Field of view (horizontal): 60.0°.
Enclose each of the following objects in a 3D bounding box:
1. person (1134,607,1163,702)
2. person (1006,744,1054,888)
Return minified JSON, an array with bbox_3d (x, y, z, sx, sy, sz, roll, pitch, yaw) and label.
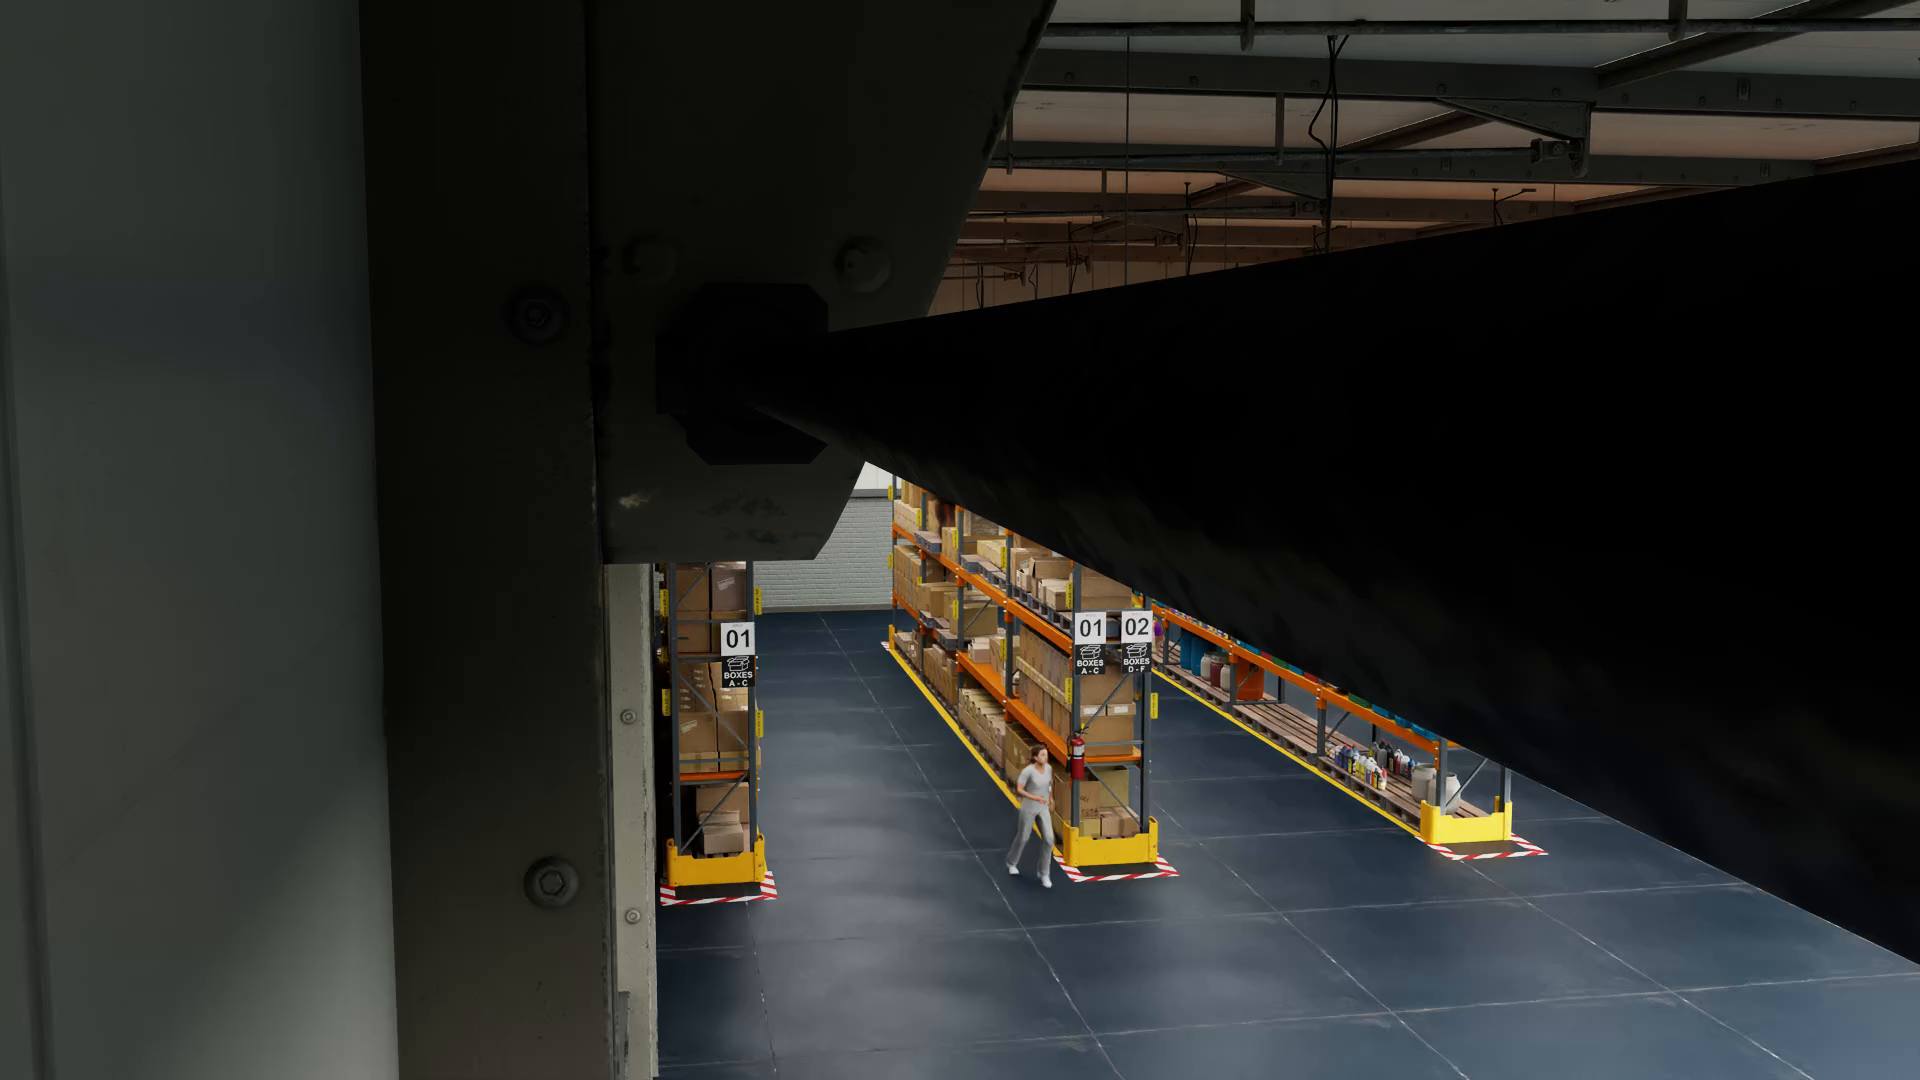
[{"bbox_3d":[3.452,2.123,30.969,0.664,1.796,0.713,-1,6,-6],"label":"person"},{"bbox_3d":[0.931,3.321,20.271,0.607,1.710,0.782,-3,7,-28],"label":"person"}]
